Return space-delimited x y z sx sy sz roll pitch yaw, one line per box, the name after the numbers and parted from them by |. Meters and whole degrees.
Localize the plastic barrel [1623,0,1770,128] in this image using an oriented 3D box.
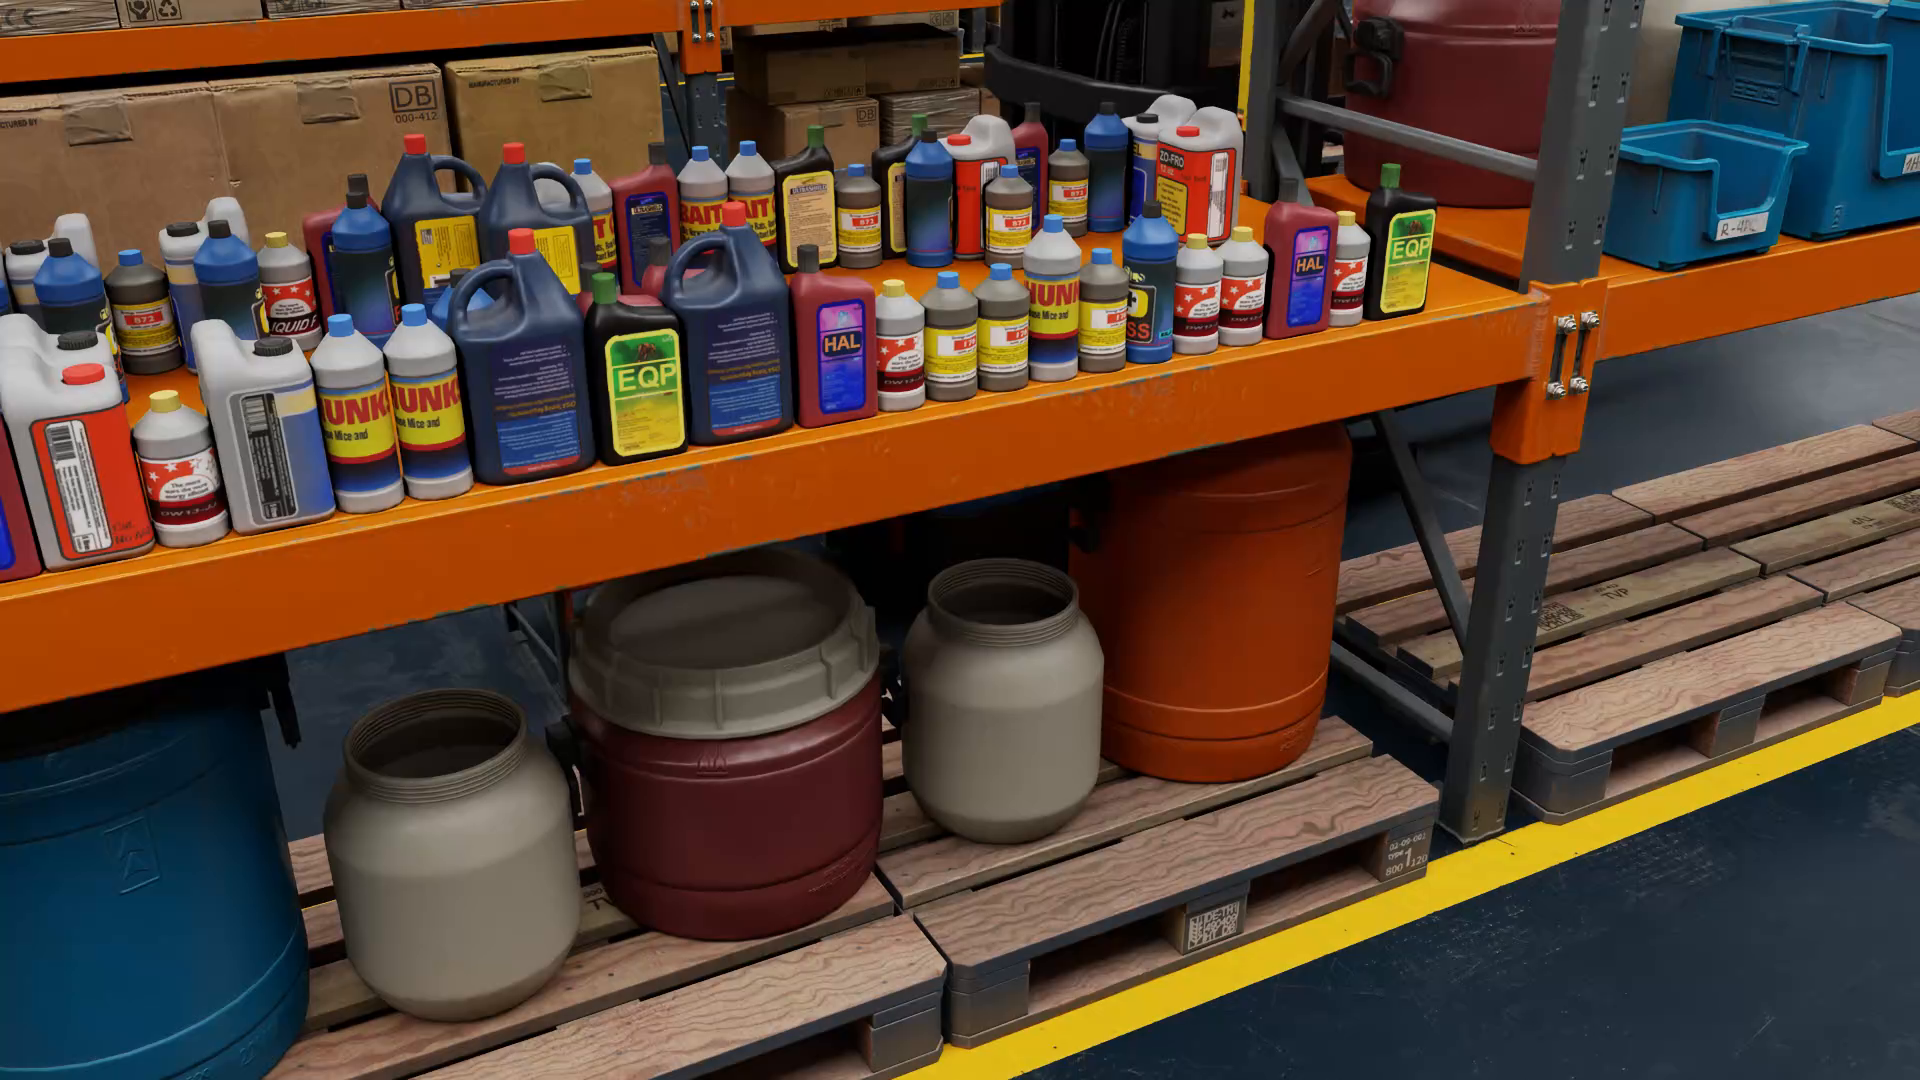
1.774 -1.195 4.144 0.421 0.512 0.421 0 26 0 | plastic barrel

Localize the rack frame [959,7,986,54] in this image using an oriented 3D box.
-0.079 -5.474 13.187 0.127 3.000 1.000 -13 29 -25 | rack frame

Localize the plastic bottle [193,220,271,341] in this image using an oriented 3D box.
-1.201 -0.392 2.750 0.097 0.271 0.097 0 26 0 | plastic bottle

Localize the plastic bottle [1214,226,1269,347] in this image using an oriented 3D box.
0.496 -0.455 2.962 0.097 0.201 0.097 0 26 0 | plastic bottle

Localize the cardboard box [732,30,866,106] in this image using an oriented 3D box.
-0.787 -2.302 8.093 0.500 0.250 0.500 -12 28 -23 | cardboard box

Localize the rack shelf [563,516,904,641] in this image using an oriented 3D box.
-0.720 -0.068 4.657 1.000 0.278 0.538 -15 30 -29 | rack shelf

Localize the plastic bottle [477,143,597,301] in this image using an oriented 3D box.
-0.744 -0.522 2.929 0.185 0.351 0.144 -13 29 -25 | plastic bottle

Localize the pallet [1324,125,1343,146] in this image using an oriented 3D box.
2.741 -2.453 10.115 1.213 0.211 1.003 -13 29 -25 | pallet

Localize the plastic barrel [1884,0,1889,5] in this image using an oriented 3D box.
2.519 -1.381 4.503 0.433 0.535 0.433 0 26 0 | plastic barrel

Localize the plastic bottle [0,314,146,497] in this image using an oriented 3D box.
-1.230 -0.178 2.299 0.135 0.276 0.152 -13 29 -25 | plastic bottle

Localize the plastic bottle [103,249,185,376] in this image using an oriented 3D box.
-1.392 -0.391 2.829 0.097 0.201 0.097 0 26 0 | plastic bottle

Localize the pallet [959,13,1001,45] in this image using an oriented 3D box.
0.628 -4.342 14.050 1.213 0.211 1.003 -13 29 -25 | pallet

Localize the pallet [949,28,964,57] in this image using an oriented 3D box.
-0.725 -4.031 13.403 1.213 0.211 1.003 -13 29 -25 | pallet

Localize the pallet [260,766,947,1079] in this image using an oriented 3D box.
-0.785 0.827 3.284 1.213 0.211 1.003 -13 29 -25 | pallet

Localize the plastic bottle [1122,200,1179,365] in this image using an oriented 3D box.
0.325 -0.447 2.864 0.097 0.271 0.097 0 26 0 | plastic bottle

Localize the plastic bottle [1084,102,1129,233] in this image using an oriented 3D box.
0.317 -0.818 3.636 0.097 0.271 0.097 0 26 0 | plastic bottle

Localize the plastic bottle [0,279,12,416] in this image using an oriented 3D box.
-1.525 -0.318 2.595 0.097 0.271 0.097 0 26 0 | plastic bottle

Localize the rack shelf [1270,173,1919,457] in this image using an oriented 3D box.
2.731 -0.936 4.566 4.000 0.370 1.077 -13 29 -25 | rack shelf

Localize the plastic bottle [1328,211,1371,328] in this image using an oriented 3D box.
0.700 -0.502 3.059 0.097 0.201 0.097 0 26 0 | plastic bottle

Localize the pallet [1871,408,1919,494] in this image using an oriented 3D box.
3.821 -0.236 5.498 1.213 0.211 1.003 -13 29 -25 | pallet

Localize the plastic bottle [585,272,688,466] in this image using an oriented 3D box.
-0.479 -0.258 2.456 0.133 0.283 0.061 -13 29 -25 | plastic bottle

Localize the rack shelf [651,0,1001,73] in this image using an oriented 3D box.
0.401 -2.828 8.506 4.000 0.370 1.077 -13 29 -25 | rack shelf

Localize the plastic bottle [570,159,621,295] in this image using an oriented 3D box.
-0.702 -0.582 3.146 0.097 0.271 0.097 0 26 0 | plastic bottle

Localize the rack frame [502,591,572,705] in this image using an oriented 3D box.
-1.149 -0.170 4.305 0.032 1.125 0.500 -15 30 -29 | rack frame

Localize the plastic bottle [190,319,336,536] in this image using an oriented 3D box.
-0.954 -0.167 2.276 0.135 0.276 0.152 -13 29 -25 | plastic bottle

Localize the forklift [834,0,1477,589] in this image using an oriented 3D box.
0.940 -1.629 5.256 3.031 2.935 1.130 -15 30 -29 | forklift

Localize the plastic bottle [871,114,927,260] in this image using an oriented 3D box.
-0.115 -0.732 3.444 0.133 0.283 0.061 -13 29 -25 | plastic bottle

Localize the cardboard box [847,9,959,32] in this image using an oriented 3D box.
-0.585 -4.489 13.248 0.750 0.750 1.050 -13 29 -25 | cardboard box

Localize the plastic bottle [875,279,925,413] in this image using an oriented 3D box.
-0.105 -0.316 2.672 0.097 0.201 0.097 0 26 0 | plastic bottle

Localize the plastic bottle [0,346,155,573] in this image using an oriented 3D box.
-1.158 -0.120 2.178 0.135 0.276 0.152 -13 29 -25 | plastic bottle

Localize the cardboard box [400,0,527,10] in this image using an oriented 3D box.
-2.126 -2.496 6.867 0.500 0.500 0.500 -13 29 -26 | cardboard box

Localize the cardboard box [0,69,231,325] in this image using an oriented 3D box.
-3.550 -1.482 6.841 0.875 0.875 1.225 -14 29 -27 | cardboard box

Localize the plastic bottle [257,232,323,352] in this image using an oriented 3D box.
-1.187 -0.439 2.928 0.097 0.201 0.097 0 26 0 | plastic bottle

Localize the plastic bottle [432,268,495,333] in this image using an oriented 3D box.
-0.734 -0.273 2.502 0.097 0.271 0.097 0 26 0 | plastic bottle

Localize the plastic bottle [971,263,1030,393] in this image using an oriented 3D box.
0.067 -0.356 2.755 0.097 0.201 0.097 0 26 0 | plastic bottle

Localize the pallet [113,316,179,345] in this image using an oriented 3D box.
-3.170 -1.109 7.317 1.213 0.211 1.003 -13 29 -25 | pallet

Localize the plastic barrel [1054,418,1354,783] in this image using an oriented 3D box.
0.543 0.042 3.720 0.708 0.830 0.600 -13 29 -25 | plastic barrel

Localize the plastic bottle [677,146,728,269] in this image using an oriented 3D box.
-0.498 -0.629 3.244 0.097 0.271 0.097 0 26 0 | plastic bottle

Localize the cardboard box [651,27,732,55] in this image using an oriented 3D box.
-2.259 -4.104 12.446 0.750 0.750 1.050 -13 28 -24 | cardboard box

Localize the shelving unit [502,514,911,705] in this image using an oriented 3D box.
-0.720 -0.289 4.551 1.048 1.125 0.538 -15 30 -29 | shelving unit

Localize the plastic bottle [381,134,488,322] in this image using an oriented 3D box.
-0.934 -0.553 2.993 0.185 0.351 0.144 -13 29 -25 | plastic bottle

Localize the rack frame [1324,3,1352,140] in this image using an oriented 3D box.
2.165 -3.560 9.198 0.127 3.000 1.000 -13 29 -25 | rack frame

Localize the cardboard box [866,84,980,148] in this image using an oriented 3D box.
-0.299 -2.078 8.493 0.500 0.500 0.700 -16 30 -29 | cardboard box

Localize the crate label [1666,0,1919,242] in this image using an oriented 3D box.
1.970 -0.968 3.760 0.616 0.435 0.502 -13 29 -25 | crate label

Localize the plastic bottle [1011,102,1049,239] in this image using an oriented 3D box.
0.121 -0.787 3.557 0.133 0.283 0.061 -13 29 -25 | plastic bottle

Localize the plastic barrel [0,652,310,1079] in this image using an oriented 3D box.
-1.450 0.469 2.746 0.708 0.901 0.600 -13 29 -25 | plastic barrel

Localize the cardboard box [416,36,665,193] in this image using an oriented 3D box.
-1.983 -1.844 7.594 0.875 0.875 1.225 -14 29 -27 | cardboard box

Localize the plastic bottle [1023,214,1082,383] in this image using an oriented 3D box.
0.153 -0.407 2.781 0.097 0.271 0.097 0 26 0 | plastic bottle

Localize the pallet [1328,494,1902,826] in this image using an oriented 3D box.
1.668 0.261 4.463 1.213 0.211 1.003 -13 29 -25 | pallet

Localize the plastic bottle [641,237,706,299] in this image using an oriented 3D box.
-0.429 -0.340 2.628 0.133 0.283 0.061 -13 29 -25 | plastic bottle

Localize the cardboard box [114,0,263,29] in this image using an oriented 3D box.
-3.032 -2.285 6.429 0.500 0.500 0.500 -12 28 -24 | cardboard box

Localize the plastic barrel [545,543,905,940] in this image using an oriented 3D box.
-0.454 0.381 3.293 0.708 0.588 0.600 -13 29 -25 | plastic barrel

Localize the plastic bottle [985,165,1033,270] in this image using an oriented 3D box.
0.099 -0.661 3.391 0.097 0.201 0.097 0 26 0 | plastic bottle

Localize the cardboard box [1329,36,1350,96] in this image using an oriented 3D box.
2.537 -2.688 9.786 0.500 0.500 0.500 -14 29 -27 | cardboard box

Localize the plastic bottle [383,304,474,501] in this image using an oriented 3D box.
-0.752 -0.198 2.346 0.097 0.271 0.097 0 26 0 | plastic bottle

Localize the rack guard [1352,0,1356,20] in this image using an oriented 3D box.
3.471 -5.167 15.435 0.348 0.500 1.175 -13 29 -25 | rack guard

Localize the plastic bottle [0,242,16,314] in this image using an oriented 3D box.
-1.600 -0.364 2.685 0.135 0.276 0.152 -13 29 -25 | plastic bottle

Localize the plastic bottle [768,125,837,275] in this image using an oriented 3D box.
-0.319 -0.685 3.346 0.133 0.283 0.061 -13 29 -25 | plastic bottle
